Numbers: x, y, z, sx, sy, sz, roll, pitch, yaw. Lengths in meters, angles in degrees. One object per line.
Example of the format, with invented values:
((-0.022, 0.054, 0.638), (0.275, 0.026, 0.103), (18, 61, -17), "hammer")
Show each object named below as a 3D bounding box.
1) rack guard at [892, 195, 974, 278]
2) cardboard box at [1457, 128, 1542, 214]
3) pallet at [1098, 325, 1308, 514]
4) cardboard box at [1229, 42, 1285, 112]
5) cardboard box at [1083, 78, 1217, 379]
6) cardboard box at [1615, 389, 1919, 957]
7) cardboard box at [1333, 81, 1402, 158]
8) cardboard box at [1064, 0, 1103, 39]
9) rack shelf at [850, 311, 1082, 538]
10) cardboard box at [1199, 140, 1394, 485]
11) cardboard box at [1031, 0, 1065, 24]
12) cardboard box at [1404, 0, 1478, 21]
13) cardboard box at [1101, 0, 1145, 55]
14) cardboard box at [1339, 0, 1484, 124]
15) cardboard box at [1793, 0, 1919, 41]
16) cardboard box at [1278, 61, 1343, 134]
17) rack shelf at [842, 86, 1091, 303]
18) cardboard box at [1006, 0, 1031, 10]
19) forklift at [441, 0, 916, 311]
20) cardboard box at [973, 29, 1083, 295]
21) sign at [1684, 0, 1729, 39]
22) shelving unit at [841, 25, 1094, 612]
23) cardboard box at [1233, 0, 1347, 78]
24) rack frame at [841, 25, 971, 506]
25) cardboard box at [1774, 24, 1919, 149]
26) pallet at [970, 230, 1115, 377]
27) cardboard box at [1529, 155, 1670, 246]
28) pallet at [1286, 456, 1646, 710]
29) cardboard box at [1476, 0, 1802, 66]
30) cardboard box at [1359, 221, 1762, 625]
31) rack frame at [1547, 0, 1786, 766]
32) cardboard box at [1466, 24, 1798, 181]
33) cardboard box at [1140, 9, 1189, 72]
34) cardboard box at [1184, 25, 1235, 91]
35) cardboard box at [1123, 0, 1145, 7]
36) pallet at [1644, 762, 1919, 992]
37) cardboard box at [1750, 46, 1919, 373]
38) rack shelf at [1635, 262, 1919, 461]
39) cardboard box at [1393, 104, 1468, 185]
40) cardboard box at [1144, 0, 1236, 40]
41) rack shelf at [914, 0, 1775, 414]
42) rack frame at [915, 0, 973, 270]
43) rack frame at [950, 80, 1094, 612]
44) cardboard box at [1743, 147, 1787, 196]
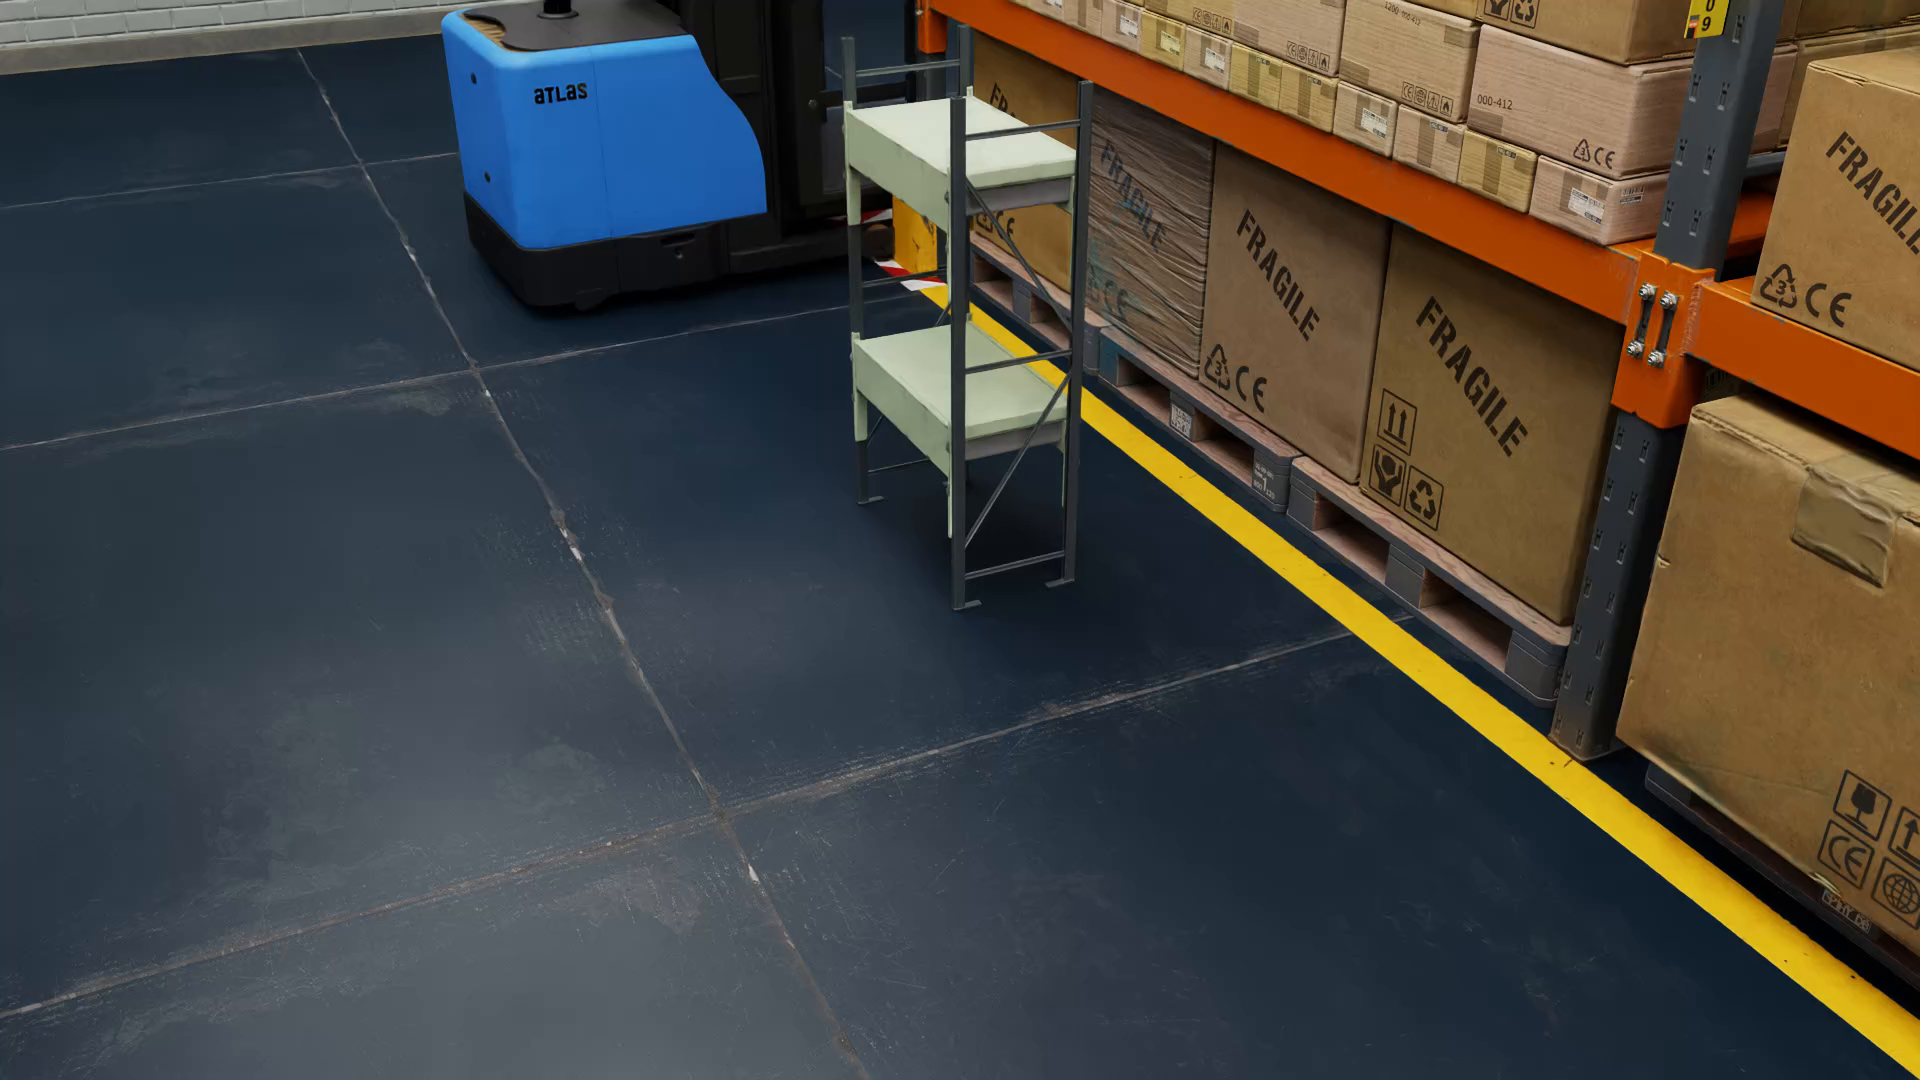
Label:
((0.278, -1.554, 7.510), (1.175, 0.500, 0.348), (-13, 32, -22), "rack guard")
((1.467, -0.937, 4.111), (0.380, 0.149, 0.250), (-12, 32, -21), "cardboard box")
((1.222, -0.542, 6.001), (1.003, 0.211, 1.213), (-13, 32, -22), "pallet")
((1.026, -1.391, 4.920), (0.380, 0.149, 0.250), (-14, 32, -23), "cardboard box")
((1.026, -1.222, 6.106), (0.875, 0.875, 0.875), (-13, 32, -22), "cardboard box")
((2.298, 0.155, 3.649), (1.225, 0.875, 0.875), (-13, 32, -22), "cardboard box")
((1.247, -1.164, 4.515), (0.380, 0.149, 0.250), (-12, 32, -21), "cardboard box")
((0.585, -1.844, 5.729), (0.380, 0.149, 0.250), (-14, 32, -23), "cardboard box")
((0.003, -0.367, 5.037), (0.431, 0.370, 0.720), (-13, 32, -22), "rack shelf")
((1.408, -0.829, 5.404), (0.875, 0.875, 0.875), (-13, 32, -22), "cardboard box")
((0.477, -1.957, 5.930), (0.380, 0.149, 0.250), (-14, 32, -23), "cardboard box")
((1.355, -1.627, 4.167), (0.500, 0.500, 0.500), (-13, 32, -21), "cardboard box")
((0.696, -1.730, 5.526), (0.380, 0.149, 0.250), (-13, 32, -23), "cardboard box")
((1.354, -1.299, 4.349), (0.500, 0.250, 0.500), (-12, 31, -20), "cardboard box")
((2.030, -1.523, 3.982), (0.500, 0.500, 0.500), (-13, 32, -22), "cardboard box")
((1.136, -1.277, 4.718), (0.380, 0.149, 0.250), (-12, 32, -21), "cardboard box")
((0.003, -0.992, 4.687), (0.431, 0.370, 0.720), (-13, 32, -22), "rack shelf")
((0.364, -2.072, 6.135), (0.380, 0.149, 0.250), (-14, 32, -23), "cardboard box")
((-0.675, -2.736, 7.132), (3.031, 2.935, 1.130), (-15, 33, -25), "forklift")
((0.635, -1.624, 6.822), (0.875, 0.875, 0.875), (-13, 32, -22), "cardboard box")
((1.504, -1.162, 3.289), (0.100, 0.325, 0.005), (-13, 32, -22), "sign")
((0.003, -0.651, 4.878), (0.431, 1.500, 0.755), (-13, 32, -22), "shelving unit")
((1.135, -1.524, 4.751), (0.500, 0.250, 0.500), (-12, 32, -21), "cardboard box")
((-0.154, -0.813, 5.166), (0.400, 1.500, 0.023), (-13, 32, -22), "rack frame")
((2.040, -1.193, 4.161), (0.500, 0.250, 0.500), (-14, 32, -23), "cardboard box")
((0.702, -1.080, 6.961), (1.003, 0.211, 1.213), (-13, 32, -22), "pallet")
((1.578, -0.823, 3.908), (0.380, 0.149, 0.250), (-13, 32, -22), "cardboard box")
((1.749, -0.003, 5.039), (1.003, 0.211, 1.213), (-13, 32, -22), "pallet")
((1.566, -1.405, 3.771), (0.500, 0.500, 0.500), (-12, 31, -21), "cardboard box")
((1.794, -0.431, 4.695), (0.875, 0.875, 0.875), (-13, 32, -22), "cardboard box")
((2.005, -0.867, 3.729), (1.000, 3.000, 0.127), (-13, 32, -22), "rack frame")
((1.578, -1.071, 3.942), (0.500, 0.250, 0.500), (-14, 32, -23), "cardboard box")
((0.804, -1.619, 5.327), (0.380, 0.149, 0.250), (-14, 32, -23), "cardboard box")
((0.918, -1.503, 5.121), (0.380, 0.149, 0.250), (-13, 32, -21), "cardboard box")
((0.692, -1.978, 5.560), (0.500, 0.250, 0.500), (-14, 32, -24), "cardboard box")
((2.404, 0.675, 3.831), (1.003, 0.211, 1.213), (-13, 32, -22), "pallet")
((1.977, -0.655, 3.248), (0.500, 0.500, 0.500), (-13, 32, -22), "cardboard box")
((2.864, 0.331, 2.329), (1.077, 0.370, 4.000), (-13, 32, -22), "rack shelf")
((1.358, -1.050, 4.313), (0.380, 0.149, 0.250), (-14, 32, -23), "cardboard box")
((0.920, -1.749, 5.151), (0.500, 0.250, 0.500), (-14, 32, -23), "cardboard box")
((1.146, -1.436, 5.480), (1.077, 0.370, 4.000), (-13, 32, -22), "rack shelf")
((0.288, -2.634, 6.880), (1.000, 3.000, 0.127), (-13, 32, -22), "rack frame")
((0.160, -0.490, 4.590), (0.400, 1.500, 0.023), (-13, 32, -22), "rack frame")
((2.178, -0.958, 4.148), (0.380, 0.149, 0.250), (-13, 32, -22), "cardboard box")
